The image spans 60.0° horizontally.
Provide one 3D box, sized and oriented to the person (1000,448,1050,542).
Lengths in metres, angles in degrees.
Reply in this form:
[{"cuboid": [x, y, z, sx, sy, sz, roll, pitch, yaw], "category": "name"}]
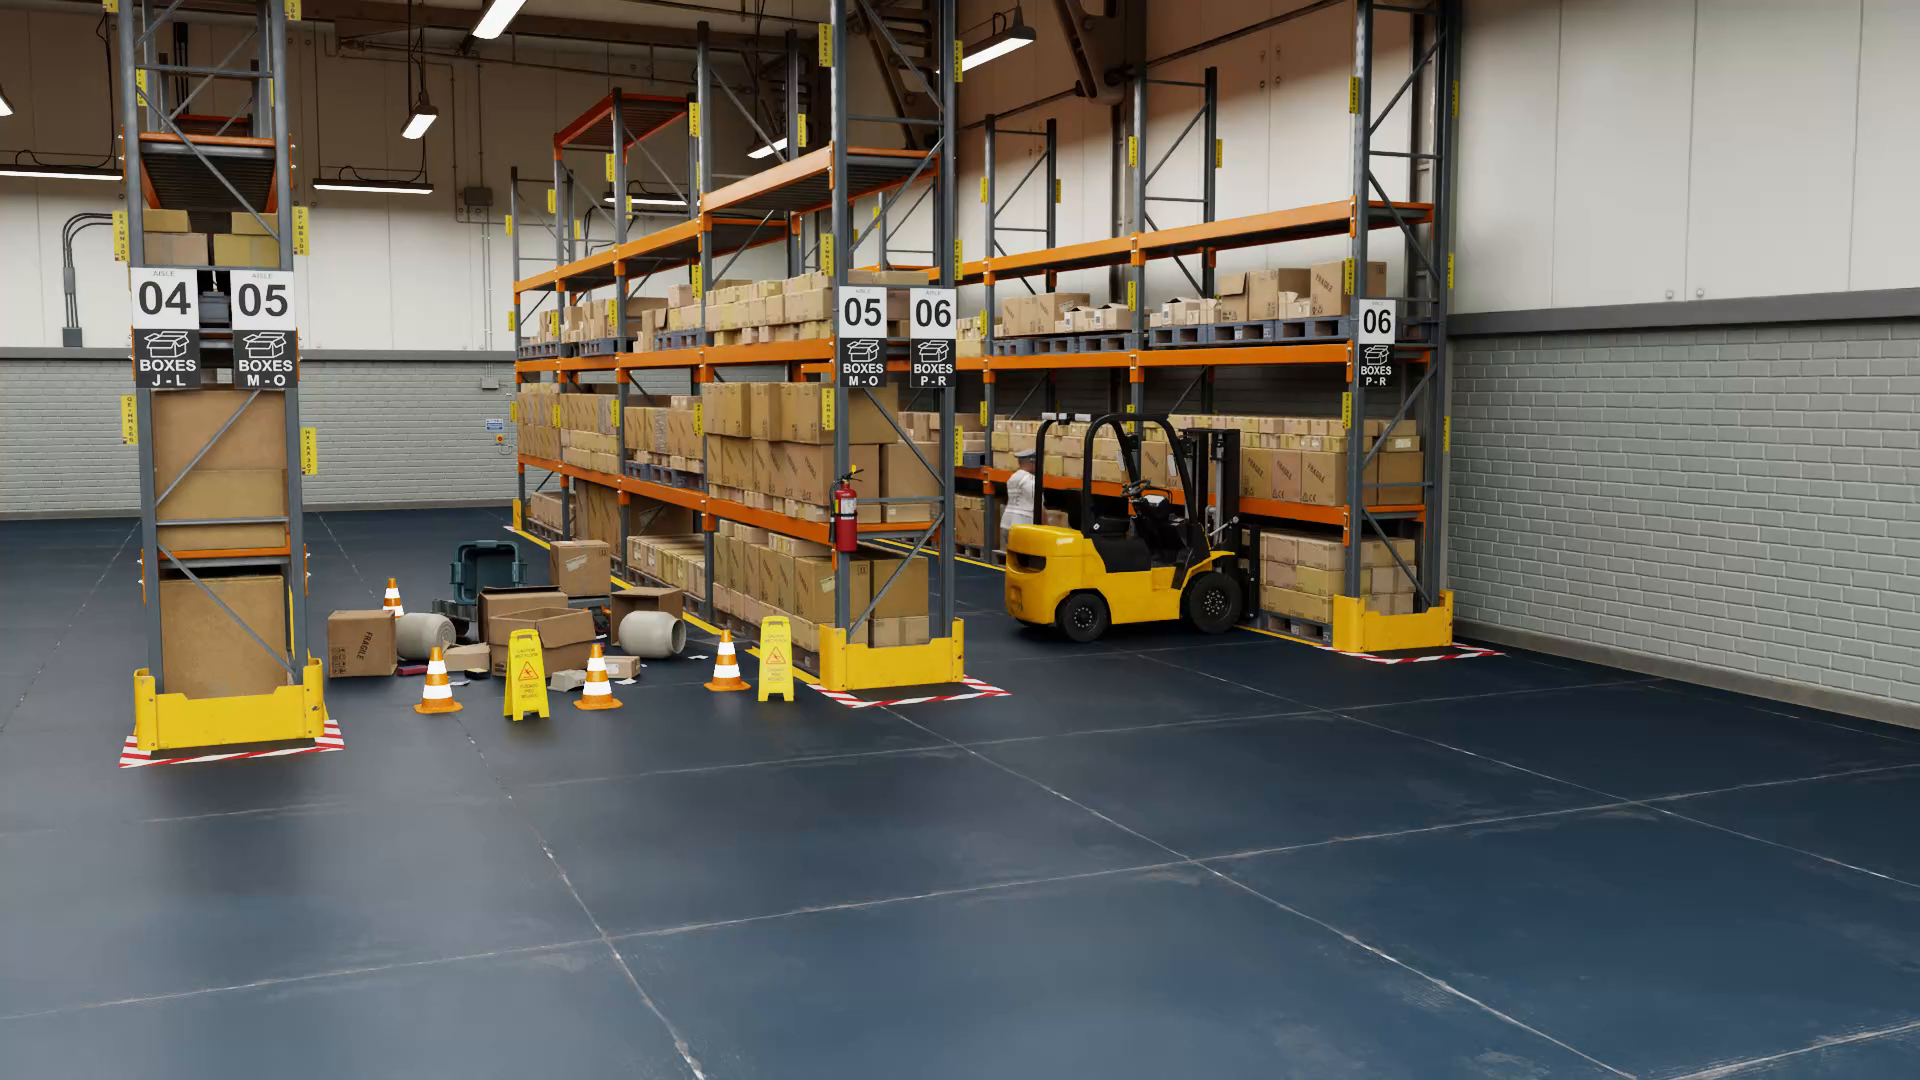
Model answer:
[{"cuboid": [0.739, -0.100, 17.797, 0.555, 1.759, 0.489, -2, 6, -25], "category": "person"}]
